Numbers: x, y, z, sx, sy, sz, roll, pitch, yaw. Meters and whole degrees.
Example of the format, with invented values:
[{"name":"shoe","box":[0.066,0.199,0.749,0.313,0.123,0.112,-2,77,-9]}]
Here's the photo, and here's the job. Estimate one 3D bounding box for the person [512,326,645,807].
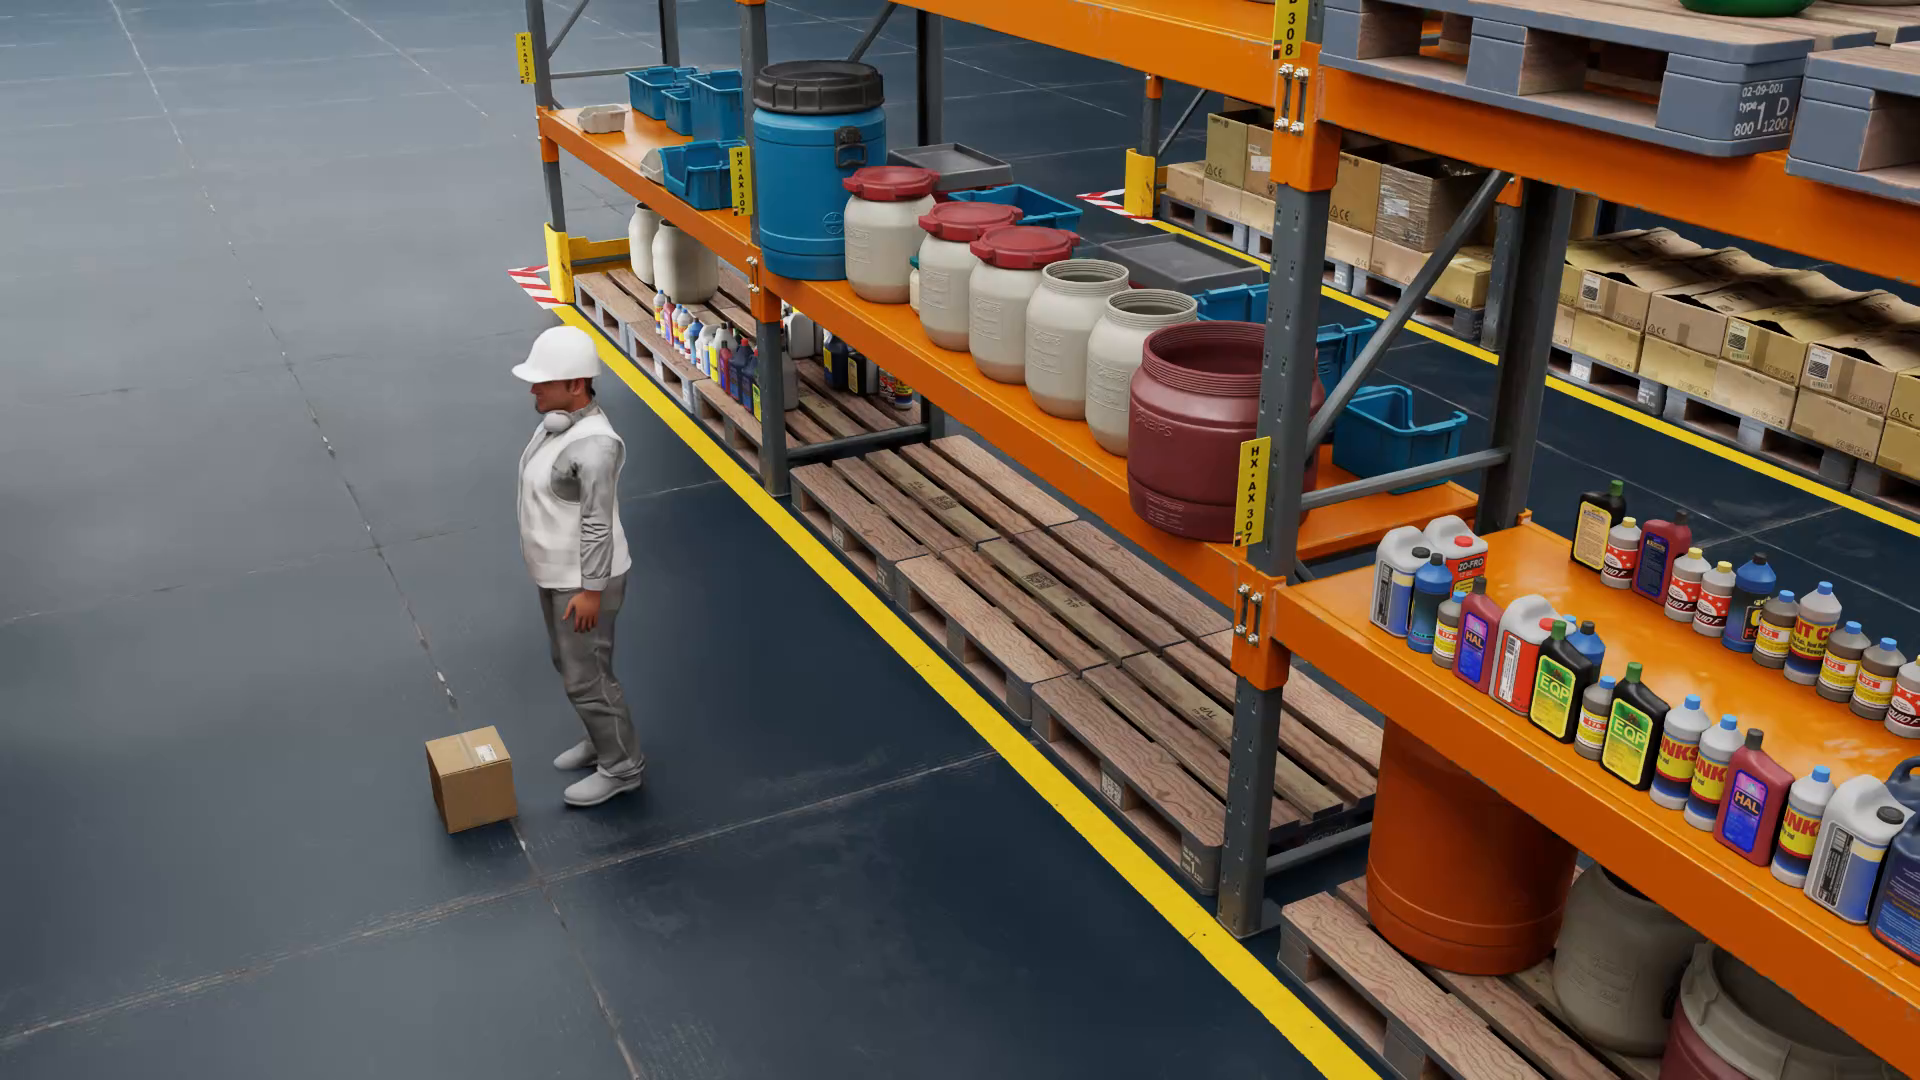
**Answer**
[{"name":"person","box":[-1.352,0.108,5.882,0.360,1.786,0.529,-12,28,-24]}]
